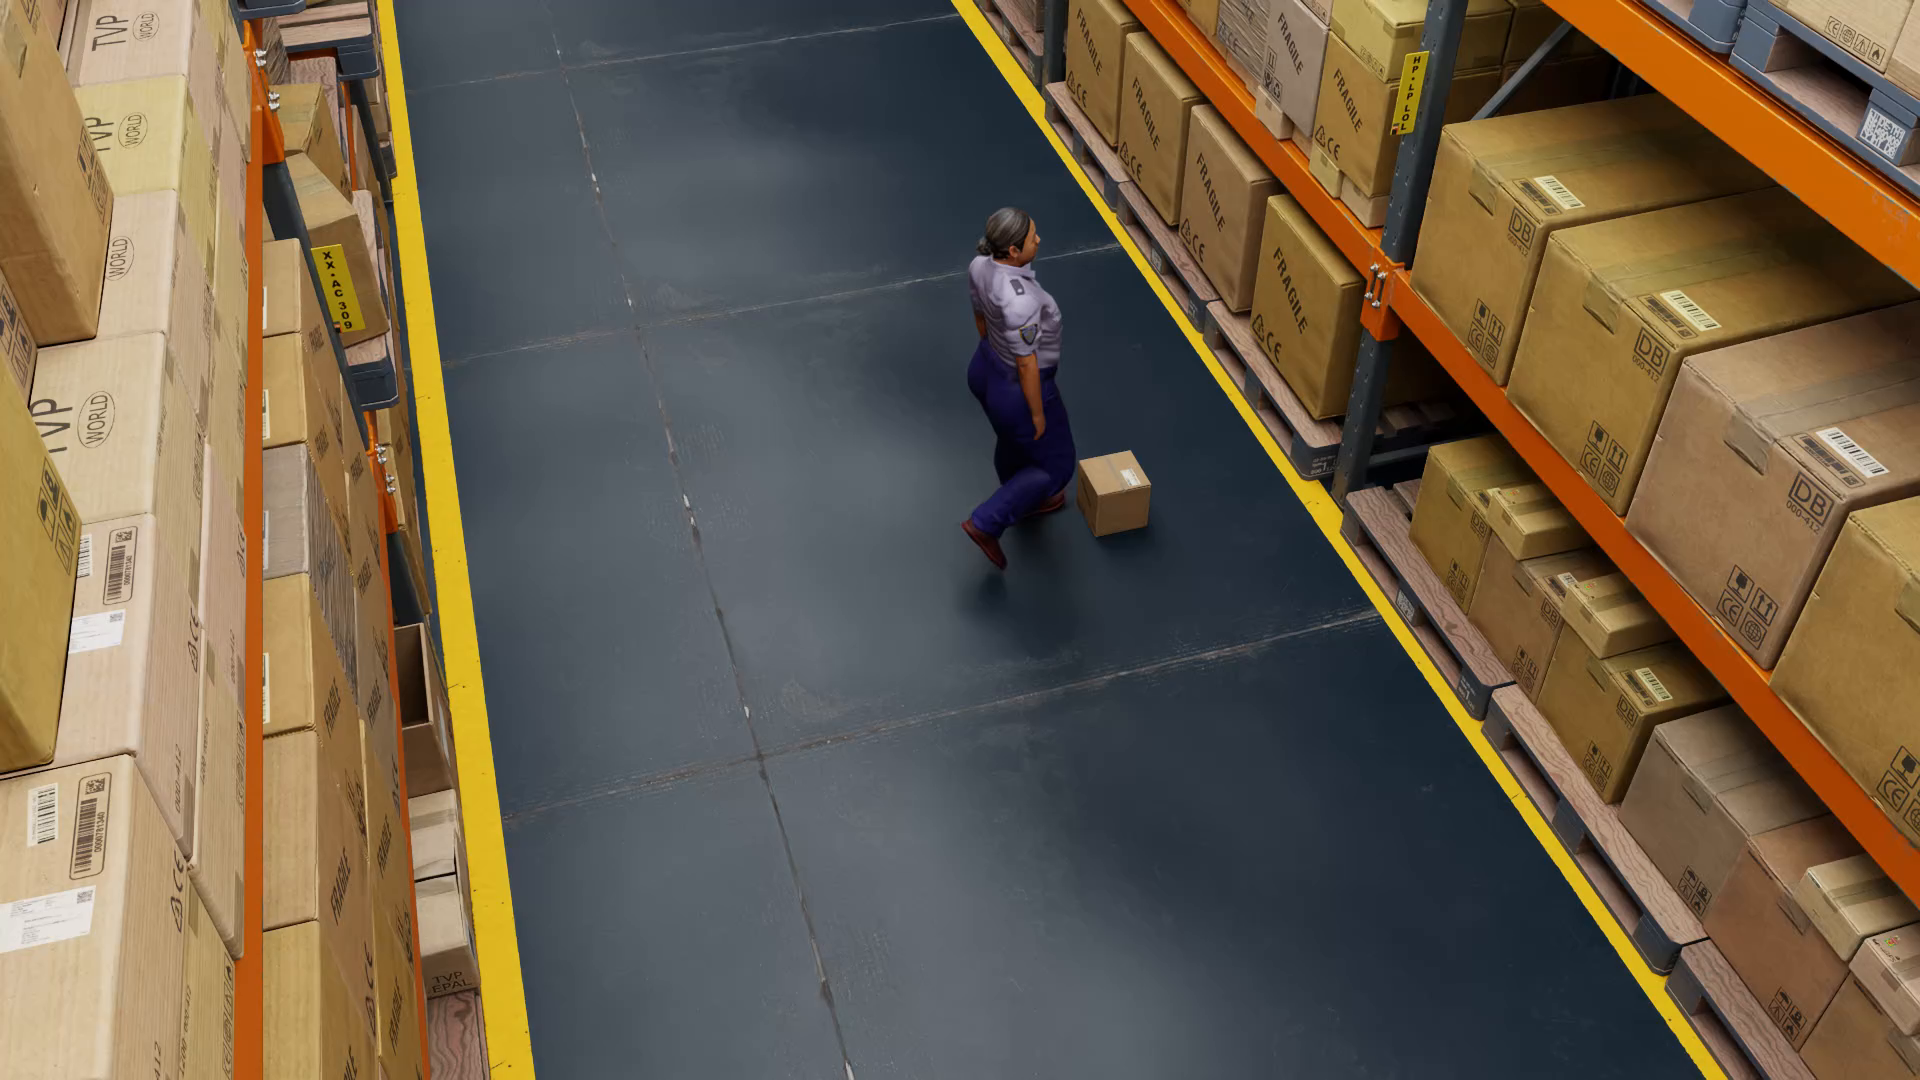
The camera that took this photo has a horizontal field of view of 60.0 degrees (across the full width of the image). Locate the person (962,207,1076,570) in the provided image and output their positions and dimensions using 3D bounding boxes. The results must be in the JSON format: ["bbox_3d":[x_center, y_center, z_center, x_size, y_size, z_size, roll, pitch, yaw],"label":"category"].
[{"bbox_3d":[0.238,-0.634,6.859,0.620,1.631,0.533,-17,45,-18],"label":"person"}]
